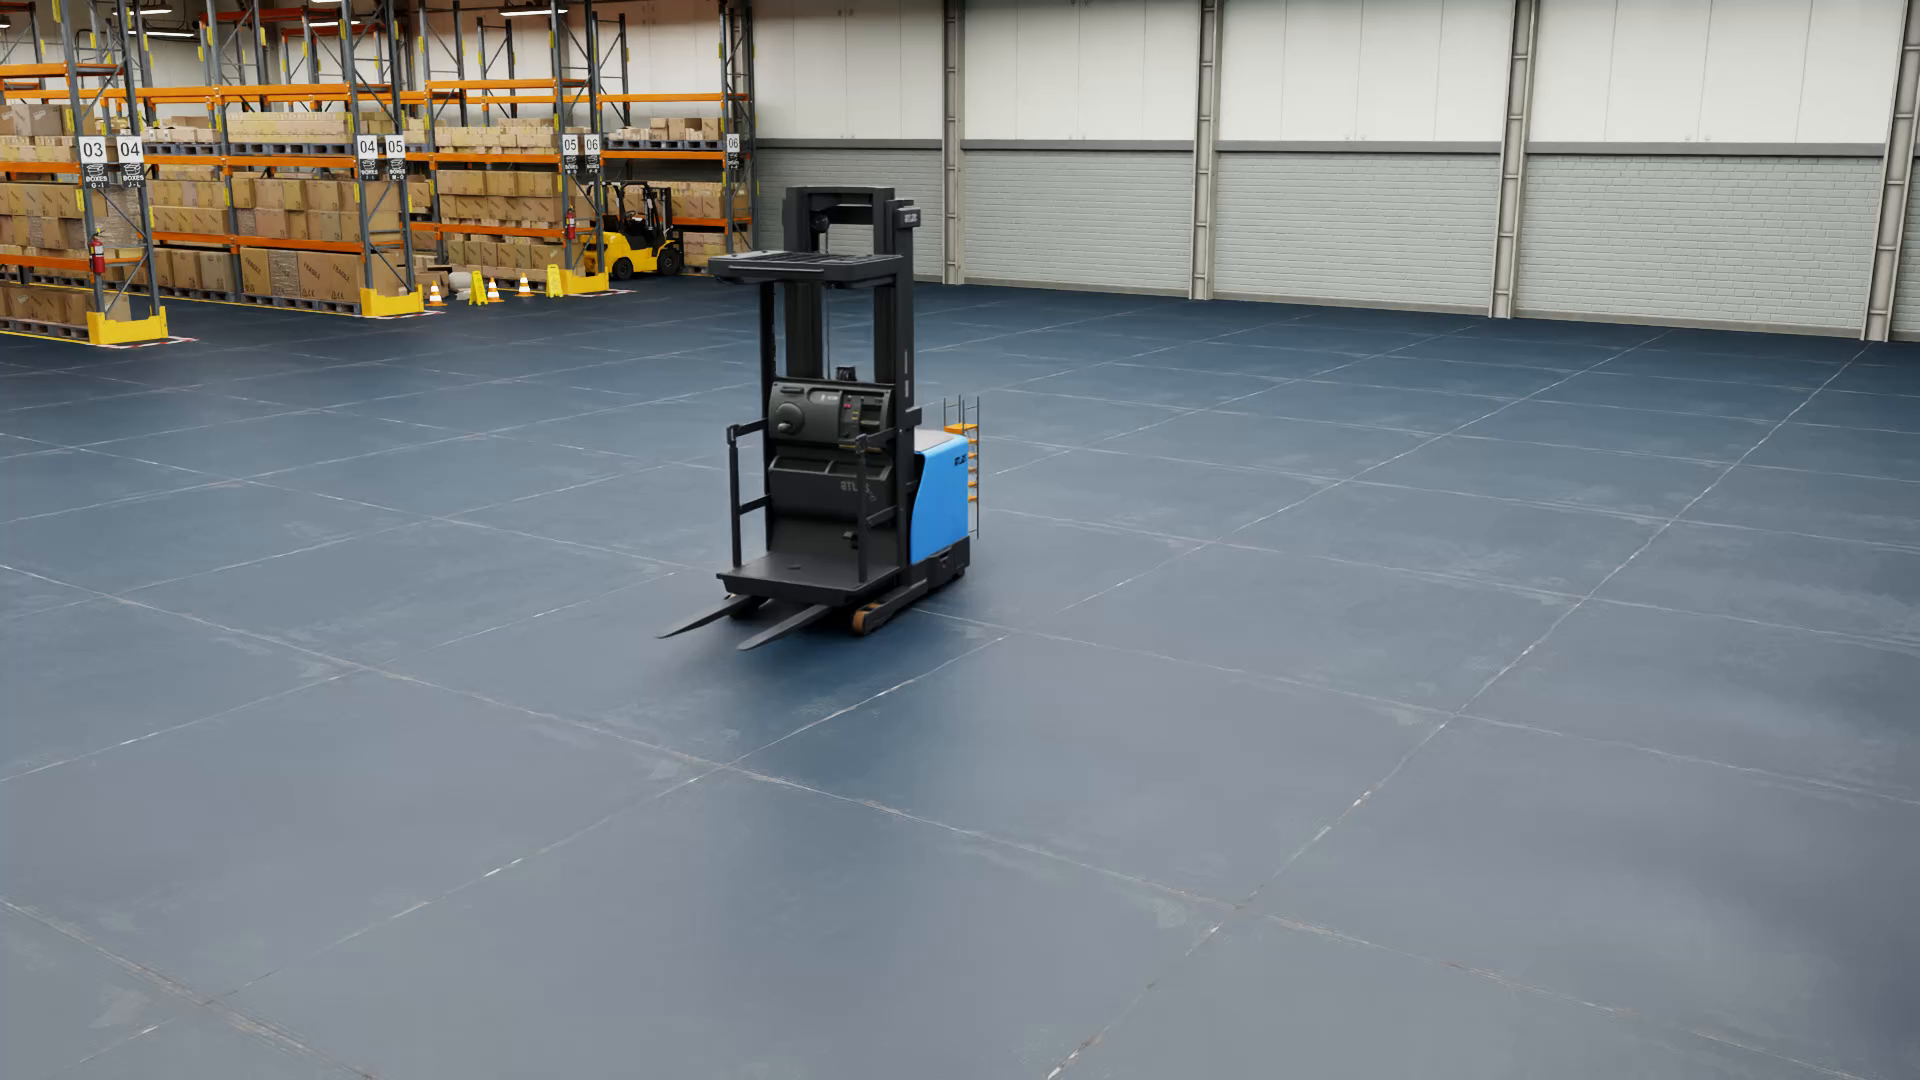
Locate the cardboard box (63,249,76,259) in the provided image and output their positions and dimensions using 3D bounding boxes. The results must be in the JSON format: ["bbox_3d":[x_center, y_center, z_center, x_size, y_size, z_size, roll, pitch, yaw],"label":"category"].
[{"bbox_3d":[-14.137,-4.602,26.694,0.250,0.149,0.380,9,17,33],"label":"cardboard box"}]

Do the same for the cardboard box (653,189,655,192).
[{"bbox_3d":[-7.199,-8.263,39.403,0.250,0.149,0.380,9,16,31],"label":"cardboard box"}]

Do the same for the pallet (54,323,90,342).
[{"bbox_3d":[-14.059,-3.442,27.290,1.213,0.211,1.003,9,17,33],"label":"pallet"}]

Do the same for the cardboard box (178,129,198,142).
[{"bbox_3d":[-14.956,-7.939,32.639,0.500,0.250,0.500,9,17,32],"label":"cardboard box"}]

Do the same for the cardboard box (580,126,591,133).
[{"bbox_3d":[-9.099,-9.886,40.378,0.500,0.311,0.500,9,16,31],"label":"cardboard box"}]

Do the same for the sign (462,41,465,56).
[{"bbox_3d":[-10.812,-10.692,36.179,0.005,0.325,0.100,9,17,33],"label":"sign"}]

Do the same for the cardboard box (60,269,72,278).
[{"bbox_3d":[-19.100,-5.955,35.964,0.500,0.500,0.500,10,17,34],"label":"cardboard box"}]

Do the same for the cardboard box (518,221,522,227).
[{"bbox_3d":[-9.078,-6.673,35.059,0.250,0.149,0.380,9,17,34],"label":"cardboard box"}]

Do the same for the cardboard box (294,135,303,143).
[{"bbox_3d":[-12.009,-7.379,30.589,0.250,0.149,0.380,9,17,33],"label":"cardboard box"}]

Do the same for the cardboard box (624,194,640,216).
[{"bbox_3d":[-7.699,-8.043,39.863,0.500,0.500,0.500,10,17,34],"label":"cardboard box"}]

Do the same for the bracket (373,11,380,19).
[{"bbox_3d":[-15.618,-14.163,44.817,0.430,0.232,0.235,9,17,33],"label":"bracket"}]

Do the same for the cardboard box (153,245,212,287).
[{"bbox_3d":[-15.945,-5.614,34.066,0.750,0.750,1.050,9,17,34],"label":"cardboard box"}]

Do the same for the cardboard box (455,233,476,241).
[{"bbox_3d":[-10.721,-6.569,36.053,0.250,0.149,0.380,9,17,34],"label":"cardboard box"}]

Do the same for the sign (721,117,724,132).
[{"bbox_3d":[-5.358,-9.377,37.541,0.005,0.325,0.100,9,17,33],"label":"sign"}]

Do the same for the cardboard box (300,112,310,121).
[{"bbox_3d":[-11.800,-7.733,30.357,0.250,0.149,0.380,9,17,33],"label":"cardboard box"}]

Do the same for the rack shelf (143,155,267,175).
[{"bbox_3d":[-15.468,-7.557,33.362,4.000,0.370,1.077,9,17,33],"label":"rack shelf"}]

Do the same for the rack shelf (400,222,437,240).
[{"bbox_3d":[-12.789,-7.101,37.764,4.000,0.370,1.077,9,17,33],"label":"rack shelf"}]

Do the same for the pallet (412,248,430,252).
[{"bbox_3d":[-14.305,-7.790,44.853,1.213,0.211,1.003,9,17,33],"label":"pallet"}]

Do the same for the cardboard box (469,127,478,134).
[{"bbox_3d":[-10.167,-8.666,35.210,0.250,0.149,0.380,9,16,31],"label":"cardboard box"}]

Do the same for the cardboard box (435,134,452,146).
[{"bbox_3d":[-10.918,-8.596,35.757,0.500,0.250,0.500,9,16,32],"label":"cardboard box"}]

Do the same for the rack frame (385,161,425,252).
[{"bbox_3d":[-15.001,-9.245,44.928,0.127,3.000,1.000,9,17,33],"label":"rack frame"}]

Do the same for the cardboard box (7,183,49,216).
[{"bbox_3d":[-15.178,-5.575,27.193,0.500,0.500,0.500,9,17,33],"label":"cardboard box"}]

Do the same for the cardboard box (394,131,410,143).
[{"bbox_3d":[-12.112,-8.888,36.679,0.500,0.250,0.500,9,17,33],"label":"cardboard box"}]

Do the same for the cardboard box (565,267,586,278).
[{"bbox_3d":[-8.326,-5.678,35.367,0.500,0.250,0.500,9,17,32],"label":"cardboard box"}]

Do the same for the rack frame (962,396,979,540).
[{"bbox_3d":[0.088,-0.568,13.622,0.006,1.200,0.240,9,17,33],"label":"rack frame"}]

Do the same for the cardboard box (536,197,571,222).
[{"bbox_3d":[-8.415,-6.857,34.452,0.500,0.500,0.500,9,16,32],"label":"cardboard box"}]

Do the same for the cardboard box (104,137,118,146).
[{"bbox_3d":[-13.441,-6.330,26.390,0.250,0.149,0.380,9,17,32],"label":"cardboard box"}]

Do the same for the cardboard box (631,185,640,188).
[{"bbox_3d":[-7.623,-8.474,39.635,0.250,0.149,0.380,10,17,34],"label":"cardboard box"}]

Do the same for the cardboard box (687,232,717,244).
[{"bbox_3d":[-6.027,-7.057,38.857,0.500,0.250,0.500,10,17,34],"label":"cardboard box"}]

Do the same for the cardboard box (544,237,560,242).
[{"bbox_3d":[-10.067,-7.497,41.935,0.625,0.625,0.875,8,16,31],"label":"cardboard box"}]

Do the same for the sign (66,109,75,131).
[{"bbox_3d":[-13.668,-6.448,25.542,0.005,0.325,0.100,9,17,33],"label":"sign"}]

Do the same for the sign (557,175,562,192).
[{"bbox_3d":[-8.137,-7.253,33.814,0.005,0.325,0.100,9,17,33],"label":"sign"}]

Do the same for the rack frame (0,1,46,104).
[{"bbox_3d":[-20.447,-10.167,36.166,0.127,3.000,1.000,9,17,33],"label":"rack frame"}]

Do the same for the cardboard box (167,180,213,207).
[{"bbox_3d":[-15.489,-6.985,33.510,0.500,0.500,0.700,9,17,32],"label":"cardboard box"}]

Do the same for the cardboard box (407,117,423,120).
[{"bbox_3d":[-14.471,-11.121,44.223,0.258,0.266,0.396,9,17,33],"label":"cardboard box"}]

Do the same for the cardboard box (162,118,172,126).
[{"bbox_3d":[-19.498,-10.248,41.448,0.500,0.500,0.500,10,17,34],"label":"cardboard box"}]

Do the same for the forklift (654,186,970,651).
[{"bbox_3d":[-0.994,-0.899,11.353,1.130,2.935,3.031,6,15,24],"label":"forklift"}]

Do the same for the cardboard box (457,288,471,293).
[{"bbox_3d":[-10.025,-5.035,33.853,0.380,0.149,0.250,-7,15,-25],"label":"cardboard box"}]

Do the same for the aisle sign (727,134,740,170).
[{"bbox_3d":[-5.153,-8.831,37.843,0.004,0.787,0.394,9,17,33],"label":"aisle sign"}]

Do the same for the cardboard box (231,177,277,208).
[{"bbox_3d":[-13.522,-6.722,32.177,0.550,0.550,0.875,9,17,33],"label":"cardboard box"}]

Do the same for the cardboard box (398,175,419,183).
[{"bbox_3d":[-12.218,-8.001,36.849,0.250,0.149,0.380,9,16,31],"label":"cardboard box"}]

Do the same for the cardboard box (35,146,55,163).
[{"bbox_3d":[-14.299,-6.133,26.428,0.500,0.250,0.500,9,17,33],"label":"cardboard box"}]

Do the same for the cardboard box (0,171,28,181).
[{"bbox_3d":[-20.988,-7.942,36.756,0.500,0.500,0.500,9,16,31],"label":"cardboard box"}]

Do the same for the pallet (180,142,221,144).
[{"bbox_3d":[-18.441,-9.780,41.030,1.213,0.211,1.003,9,17,33],"label":"pallet"}]

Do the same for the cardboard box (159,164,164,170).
[{"bbox_3d":[-19.879,-9.361,41.755,0.250,0.149,0.380,9,17,33],"label":"cardboard box"}]

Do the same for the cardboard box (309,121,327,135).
[{"bbox_3d":[-11.466,-7.502,30.257,0.500,0.250,0.500,9,17,33],"label":"cardboard box"}]

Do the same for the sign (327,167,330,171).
[{"bbox_3d":[-17.994,-10.605,47.355,0.005,0.325,0.100,9,17,33],"label":"sign"}]

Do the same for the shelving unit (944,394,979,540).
[{"bbox_3d":[0.012,-0.580,13.671,0.189,1.200,0.258,9,17,33],"label":"shelving unit"}]

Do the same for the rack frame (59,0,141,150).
[{"bbox_3d":[-13.342,-7.582,25.724,0.127,3.000,1.000,9,17,33],"label":"rack frame"}]

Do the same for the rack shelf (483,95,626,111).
[{"bbox_3d":[-10.022,-10.809,41.092,4.000,0.370,1.077,9,17,33],"label":"rack shelf"}]

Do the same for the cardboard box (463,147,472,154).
[{"bbox_3d":[-10.369,-8.327,35.498,0.250,0.149,0.380,10,17,34],"label":"cardboard box"}]

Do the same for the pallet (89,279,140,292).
[{"bbox_3d":[-17.775,-5.470,35.479,1.213,0.211,1.003,9,17,33],"label":"pallet"}]

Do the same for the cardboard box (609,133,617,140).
[{"bbox_3d":[-8.160,-9.638,39.714,0.250,0.149,0.380,10,17,34],"label":"cardboard box"}]

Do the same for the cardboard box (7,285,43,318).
[{"bbox_3d":[-15.872,-4.060,28.309,0.500,0.500,0.500,-11,17,-36],"label":"cardboard box"}]

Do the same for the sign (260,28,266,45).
[{"bbox_3d":[-13.479,-9.731,32.134,0.005,0.325,0.100,9,17,33],"label":"sign"}]
